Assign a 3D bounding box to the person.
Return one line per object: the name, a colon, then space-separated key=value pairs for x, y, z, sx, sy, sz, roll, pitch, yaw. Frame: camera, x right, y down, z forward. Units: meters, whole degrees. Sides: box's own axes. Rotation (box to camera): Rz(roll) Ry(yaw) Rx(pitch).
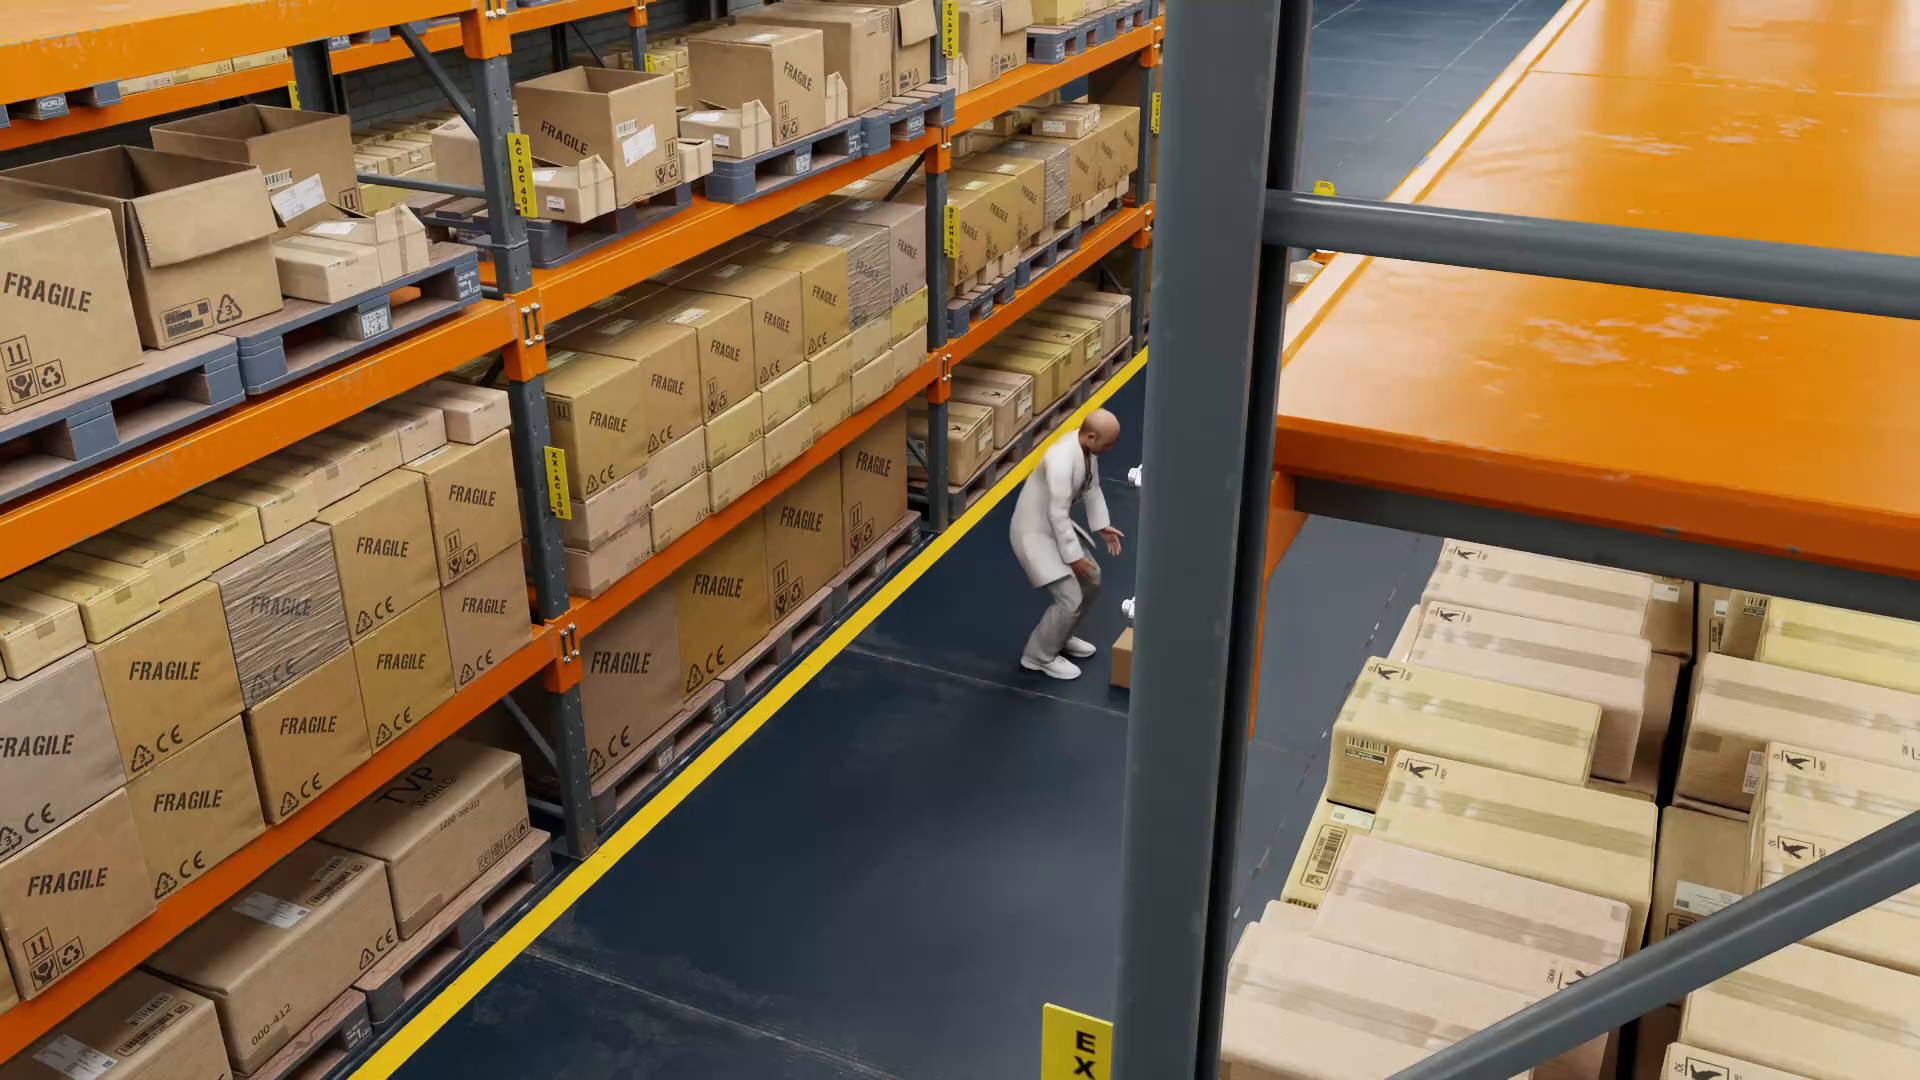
person: x=0.590 y=0.042 z=9.426 sx=0.588 sy=1.453 sz=0.622 roll=12 pitch=28 yaw=22
